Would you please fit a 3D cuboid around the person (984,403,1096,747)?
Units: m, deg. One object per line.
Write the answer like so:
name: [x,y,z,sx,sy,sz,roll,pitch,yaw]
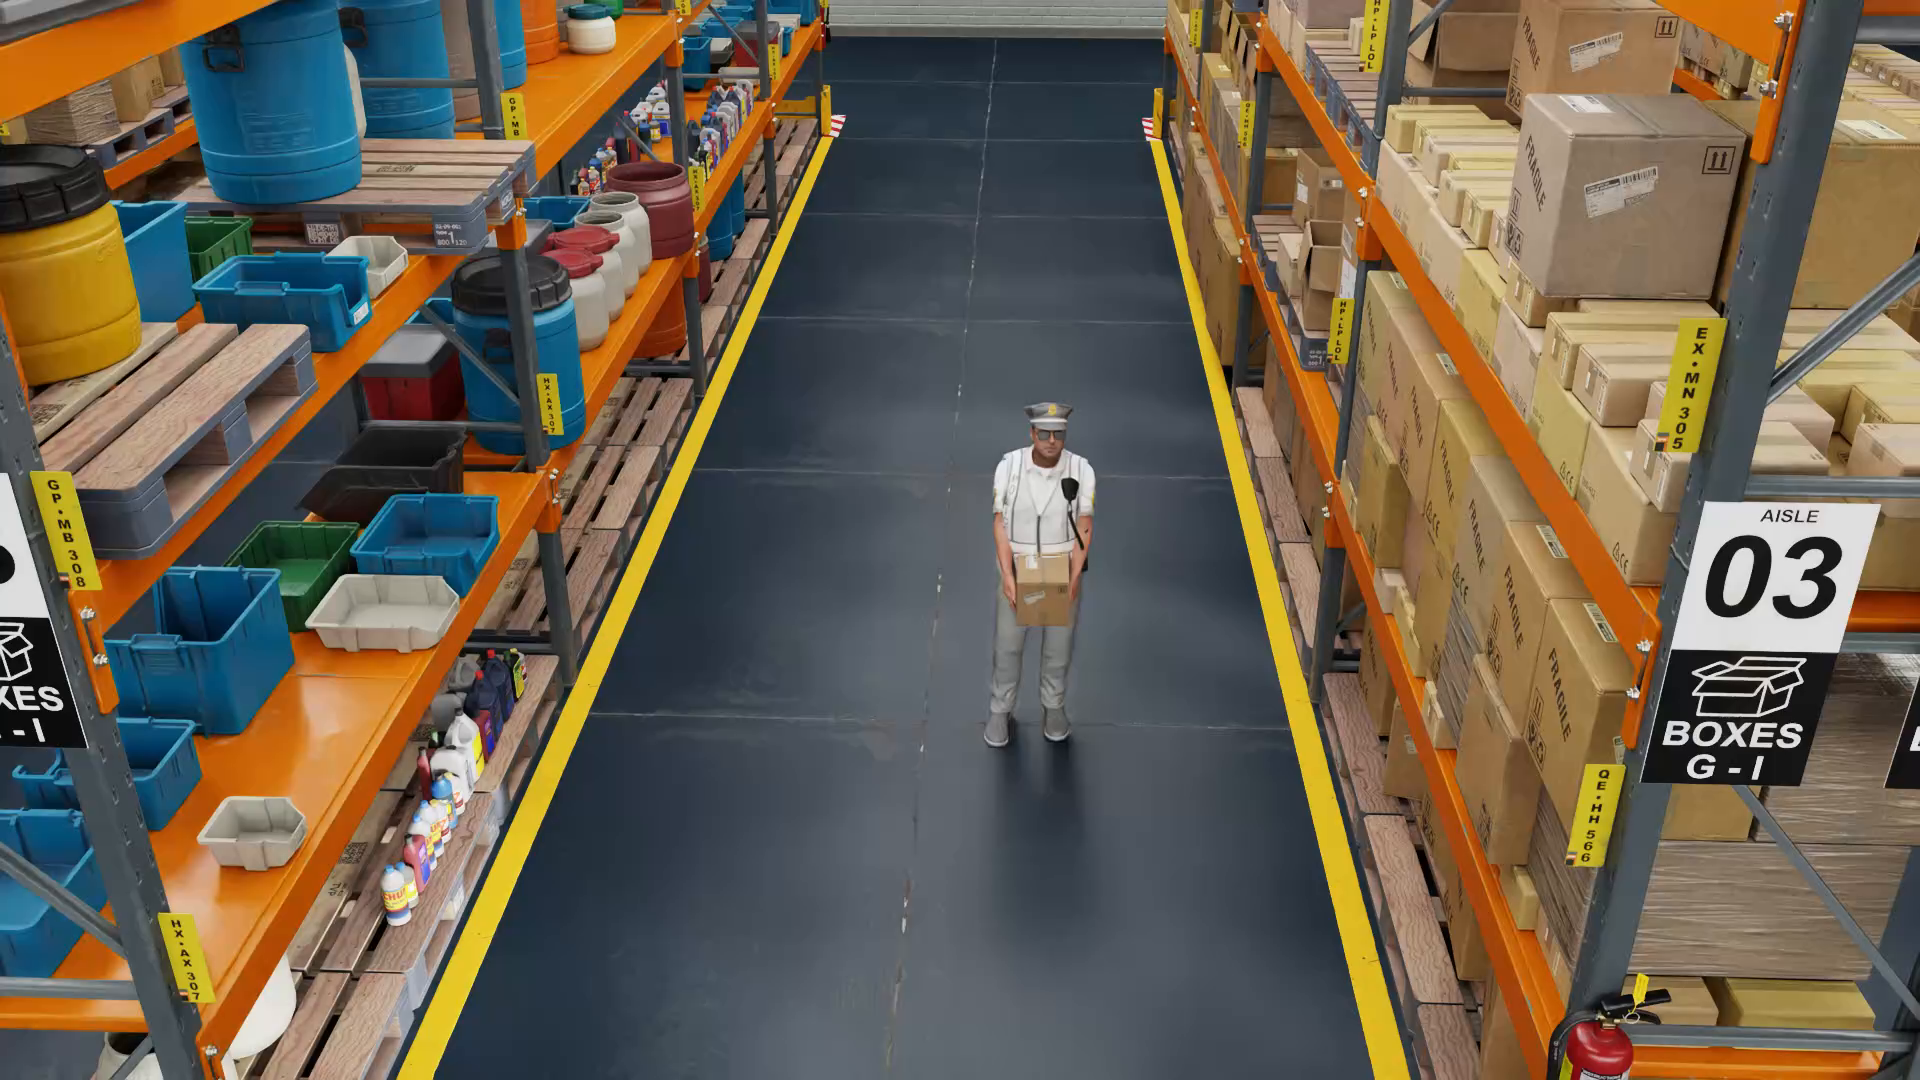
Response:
person: [0.396,0.172,8.248,0.538,1.786,0.538,1,28,2]
